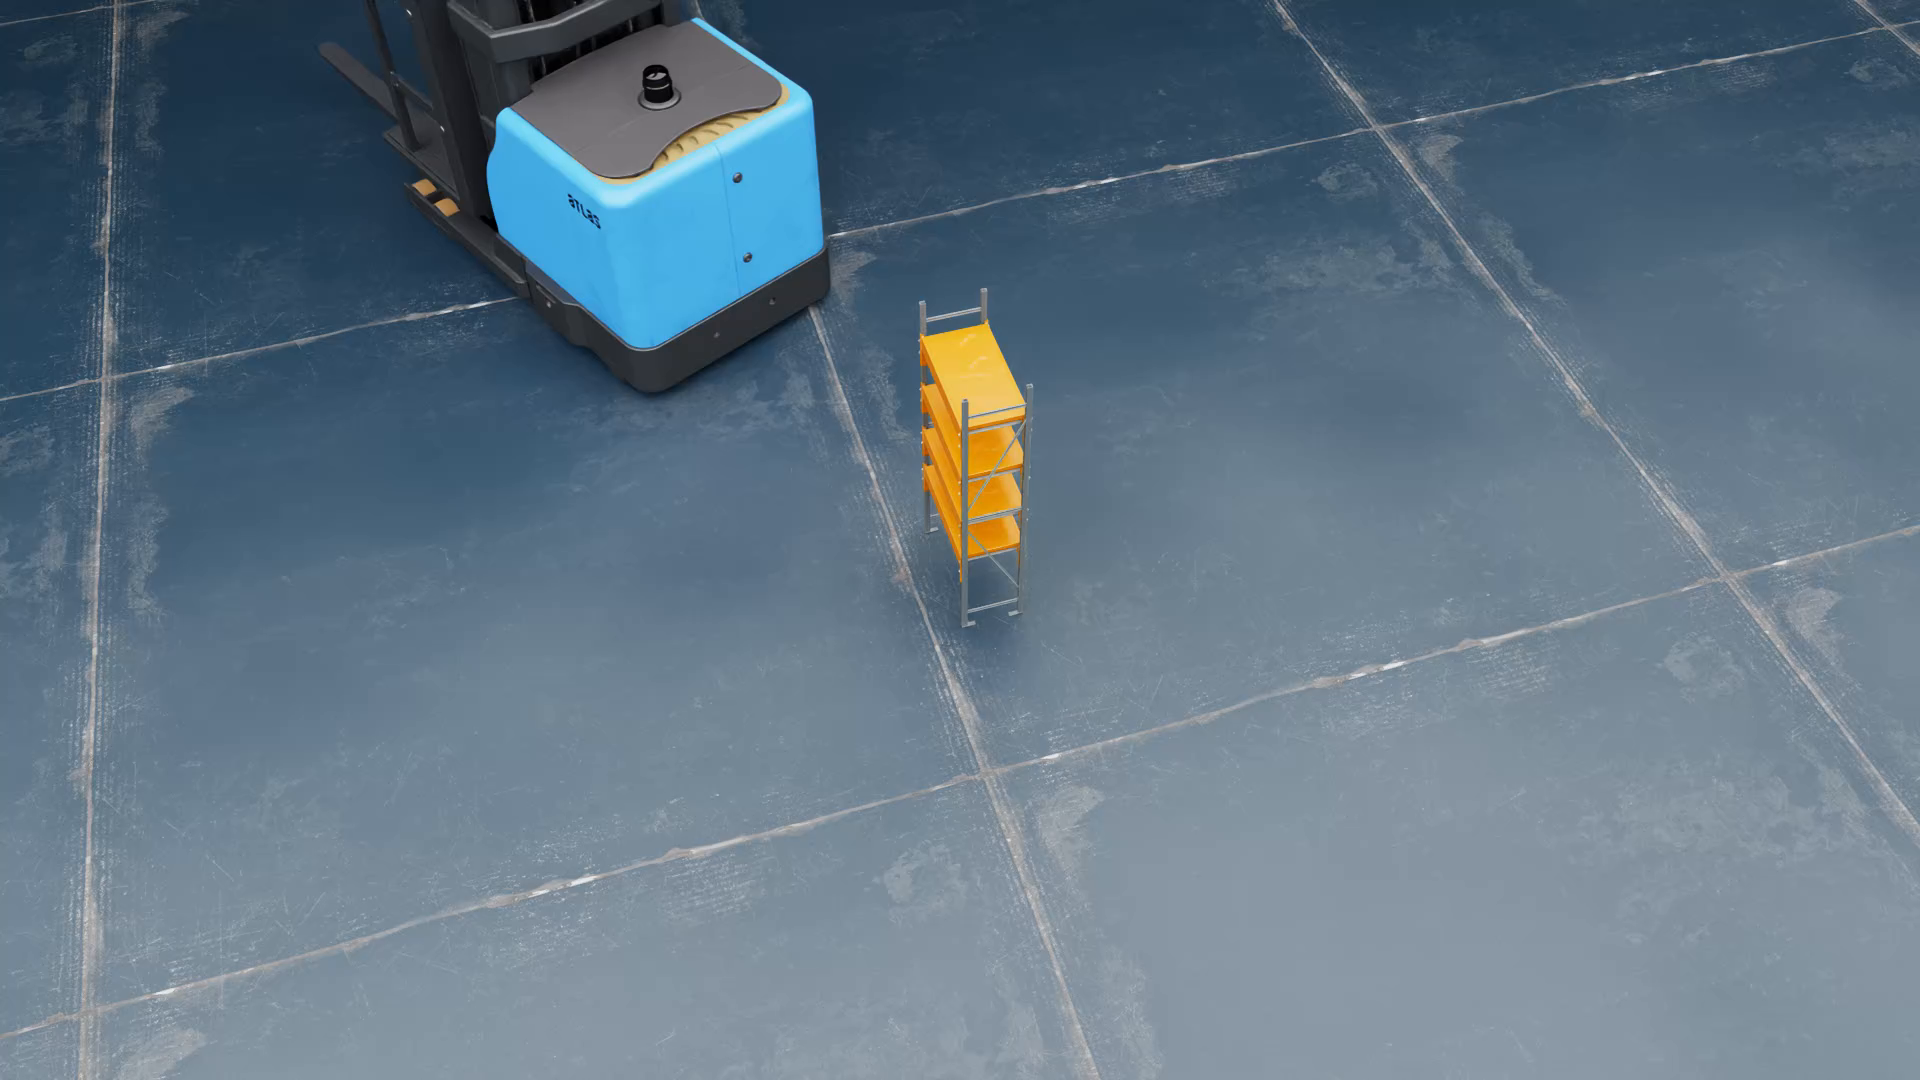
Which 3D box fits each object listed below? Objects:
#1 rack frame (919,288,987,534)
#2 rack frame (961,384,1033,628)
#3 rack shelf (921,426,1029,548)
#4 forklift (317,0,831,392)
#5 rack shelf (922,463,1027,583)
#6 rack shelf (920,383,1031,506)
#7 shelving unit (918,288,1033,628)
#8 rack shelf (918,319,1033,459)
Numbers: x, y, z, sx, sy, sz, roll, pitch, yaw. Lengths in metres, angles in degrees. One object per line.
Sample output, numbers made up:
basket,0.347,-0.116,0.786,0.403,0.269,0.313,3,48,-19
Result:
rack frame,-0.023,-0.444,6.129,0.240,1.200,0.015,-13,51,-11
rack frame,0.121,-0.088,5.829,0.240,1.200,0.015,-13,51,-11
rack shelf,0.049,-0.222,6.030,0.258,0.148,0.480,-13,51,-11
forklift,-1.947,-2.603,6.817,1.130,2.935,3.031,-35,58,-26
rack shelf,0.049,-0.094,6.182,0.258,0.148,0.480,-13,51,-11
rack shelf,0.049,-0.367,5.859,0.258,0.148,0.480,-13,51,-11
shelving unit,0.049,-0.266,5.979,0.258,1.200,0.503,-13,51,-11
rack shelf,0.049,-0.519,5.679,0.258,0.148,0.480,-13,51,-11
